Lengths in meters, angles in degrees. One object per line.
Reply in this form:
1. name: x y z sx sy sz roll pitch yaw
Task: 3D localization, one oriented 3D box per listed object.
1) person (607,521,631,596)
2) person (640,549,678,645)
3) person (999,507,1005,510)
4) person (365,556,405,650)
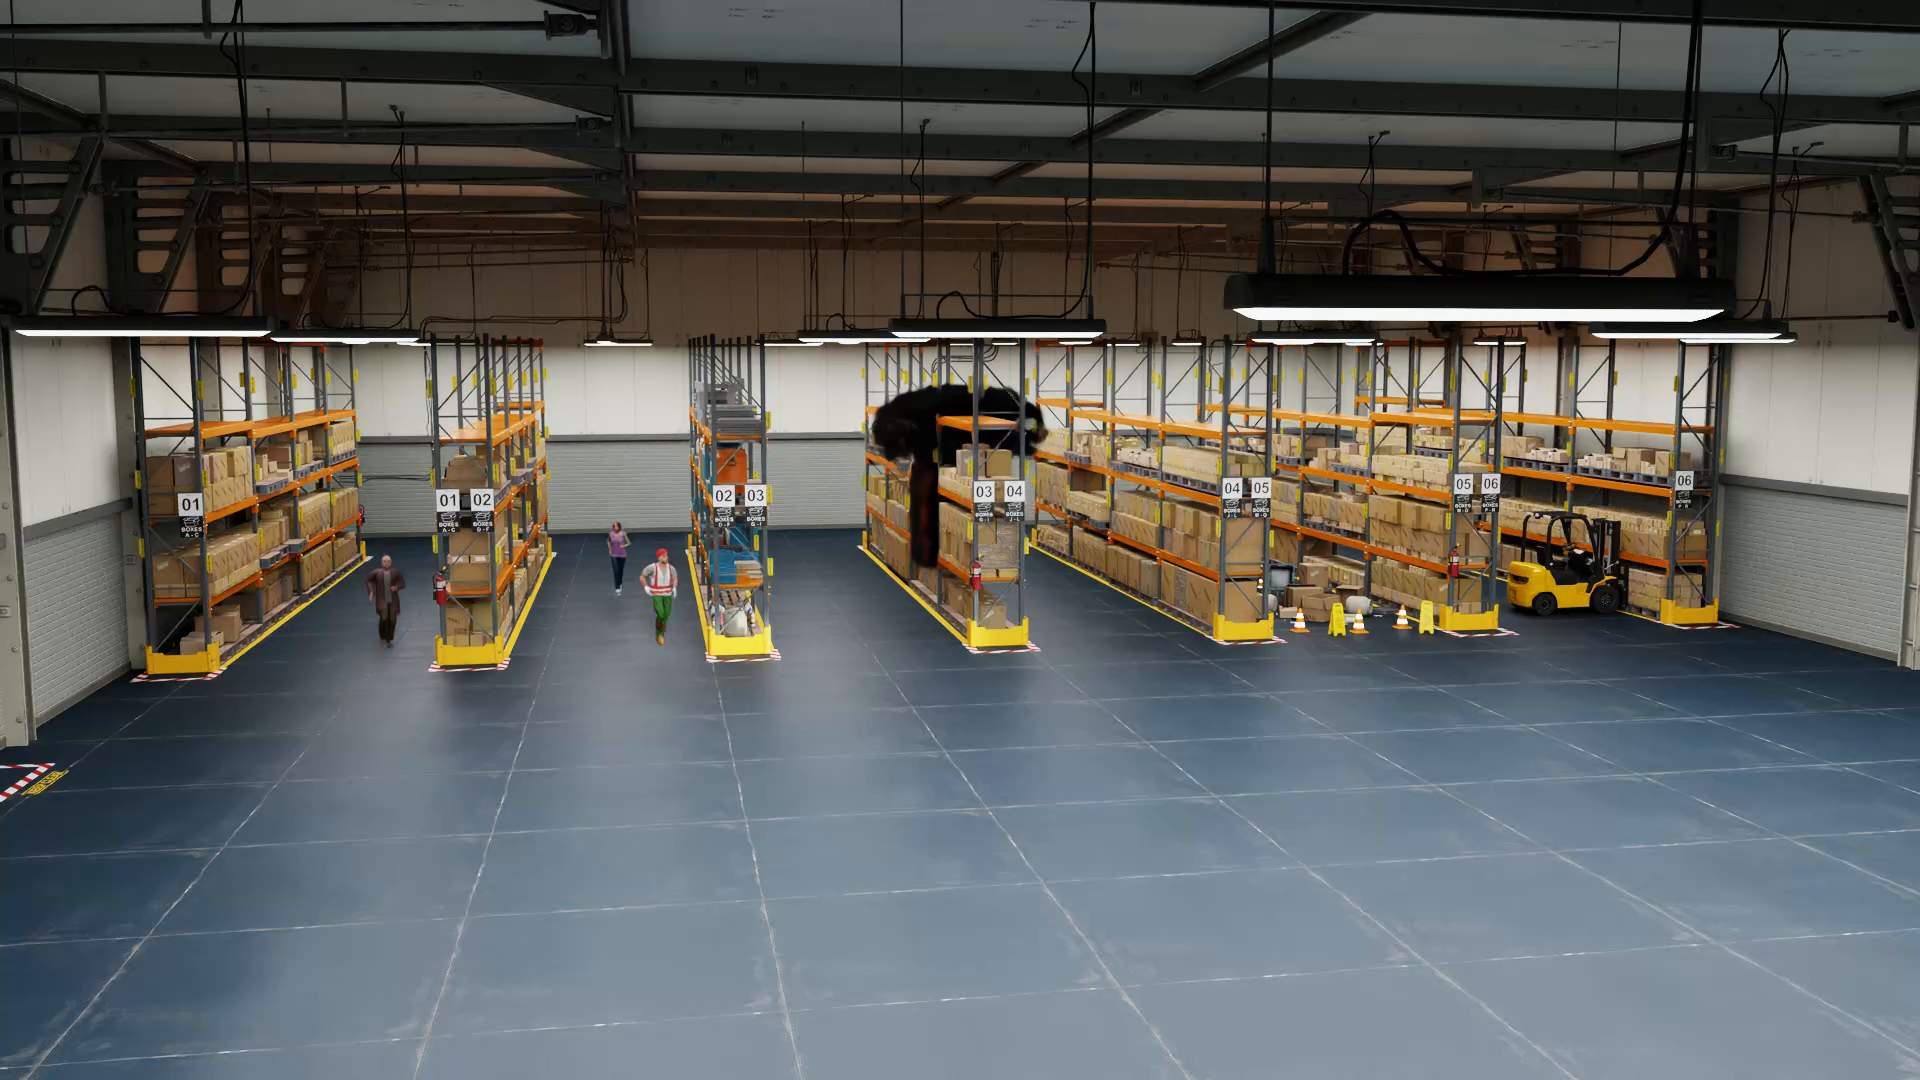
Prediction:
1. person: -7.612 0.385 37.108 0.525 1.621 0.770 -1 7 -11
2. person: -5.502 1.052 30.717 0.678 1.786 0.557 -4 8 -32
3. person: 1.292 -0.682 48.770 0.601 1.605 0.630 4 8 32
4. person: -10.982 1.199 31.880 0.680 1.795 0.771 -4 7 -29
